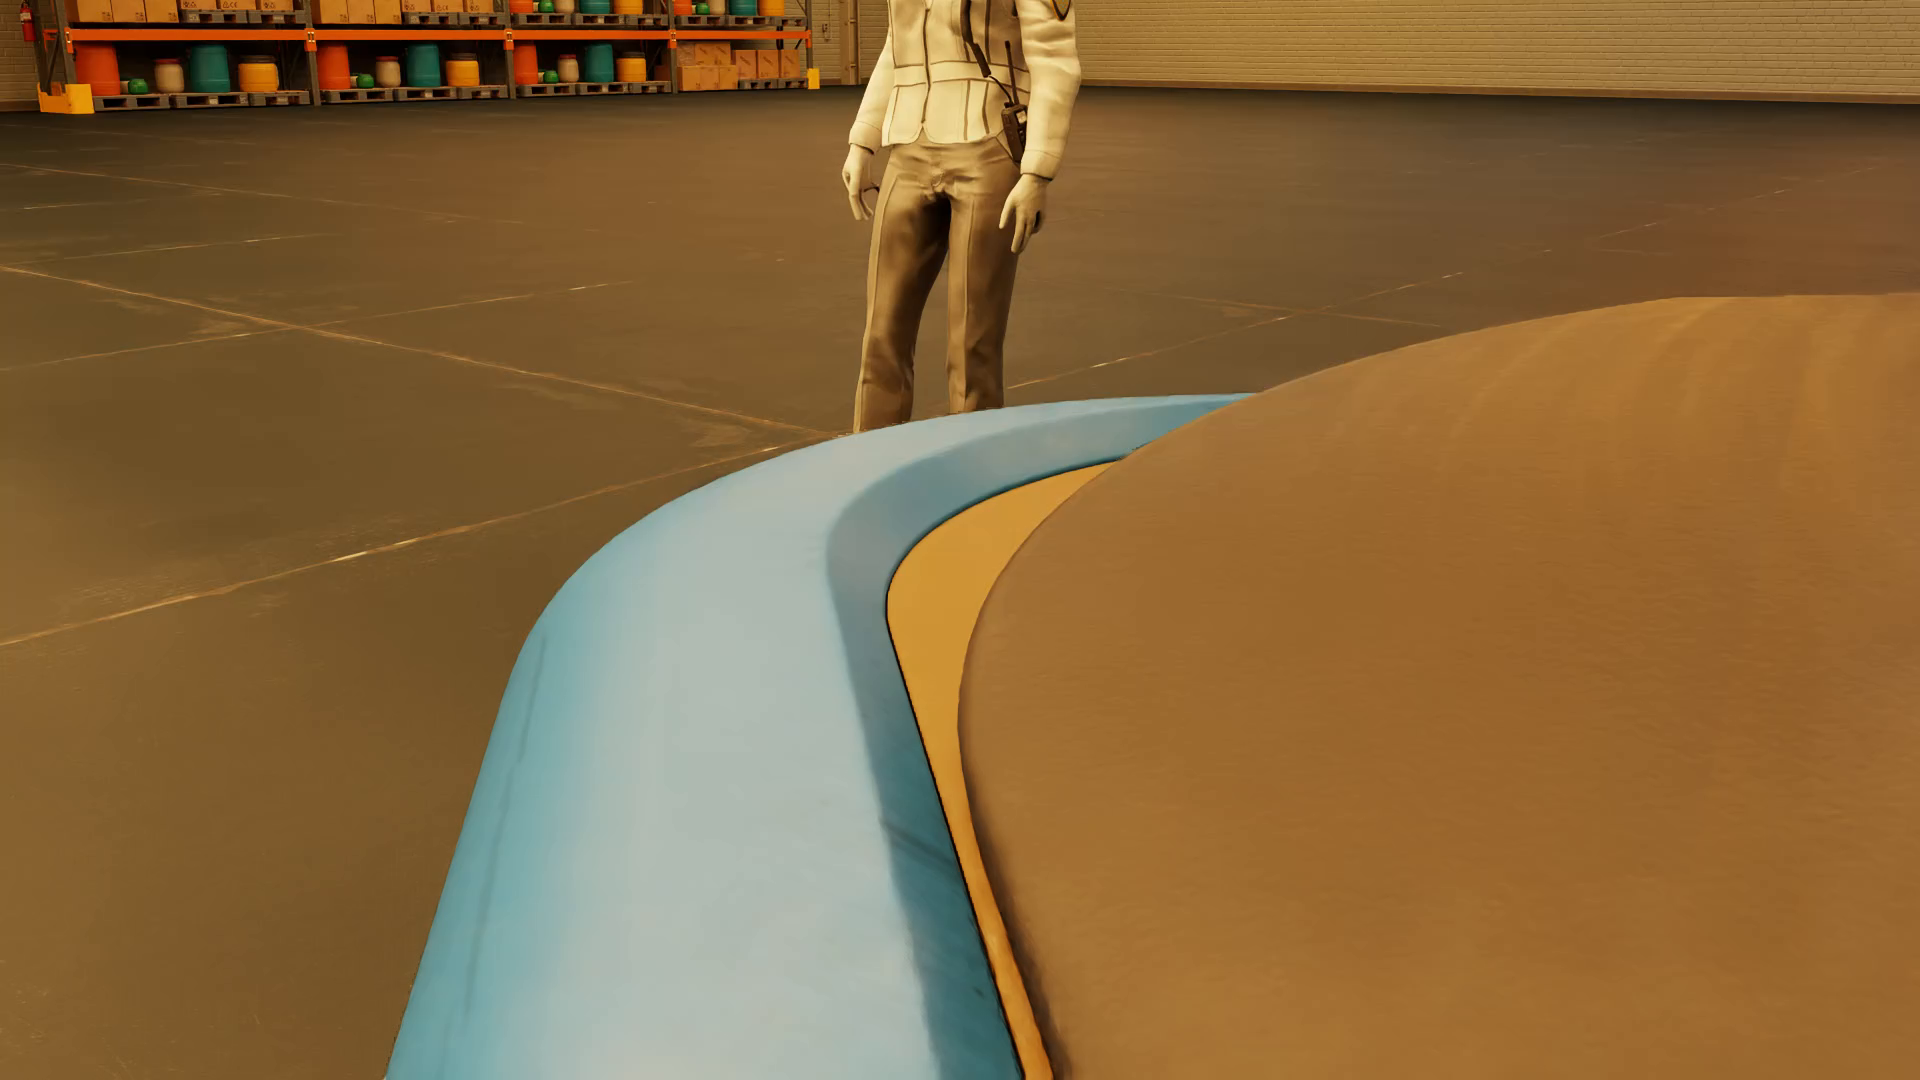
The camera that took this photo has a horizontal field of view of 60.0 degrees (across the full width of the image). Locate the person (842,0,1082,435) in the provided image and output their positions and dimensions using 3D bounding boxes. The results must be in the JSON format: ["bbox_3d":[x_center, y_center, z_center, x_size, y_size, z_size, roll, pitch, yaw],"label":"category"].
[{"bbox_3d":[-0.049,-0.804,3.647,0.587,1.695,0.531,13,21,37],"label":"person"}]
